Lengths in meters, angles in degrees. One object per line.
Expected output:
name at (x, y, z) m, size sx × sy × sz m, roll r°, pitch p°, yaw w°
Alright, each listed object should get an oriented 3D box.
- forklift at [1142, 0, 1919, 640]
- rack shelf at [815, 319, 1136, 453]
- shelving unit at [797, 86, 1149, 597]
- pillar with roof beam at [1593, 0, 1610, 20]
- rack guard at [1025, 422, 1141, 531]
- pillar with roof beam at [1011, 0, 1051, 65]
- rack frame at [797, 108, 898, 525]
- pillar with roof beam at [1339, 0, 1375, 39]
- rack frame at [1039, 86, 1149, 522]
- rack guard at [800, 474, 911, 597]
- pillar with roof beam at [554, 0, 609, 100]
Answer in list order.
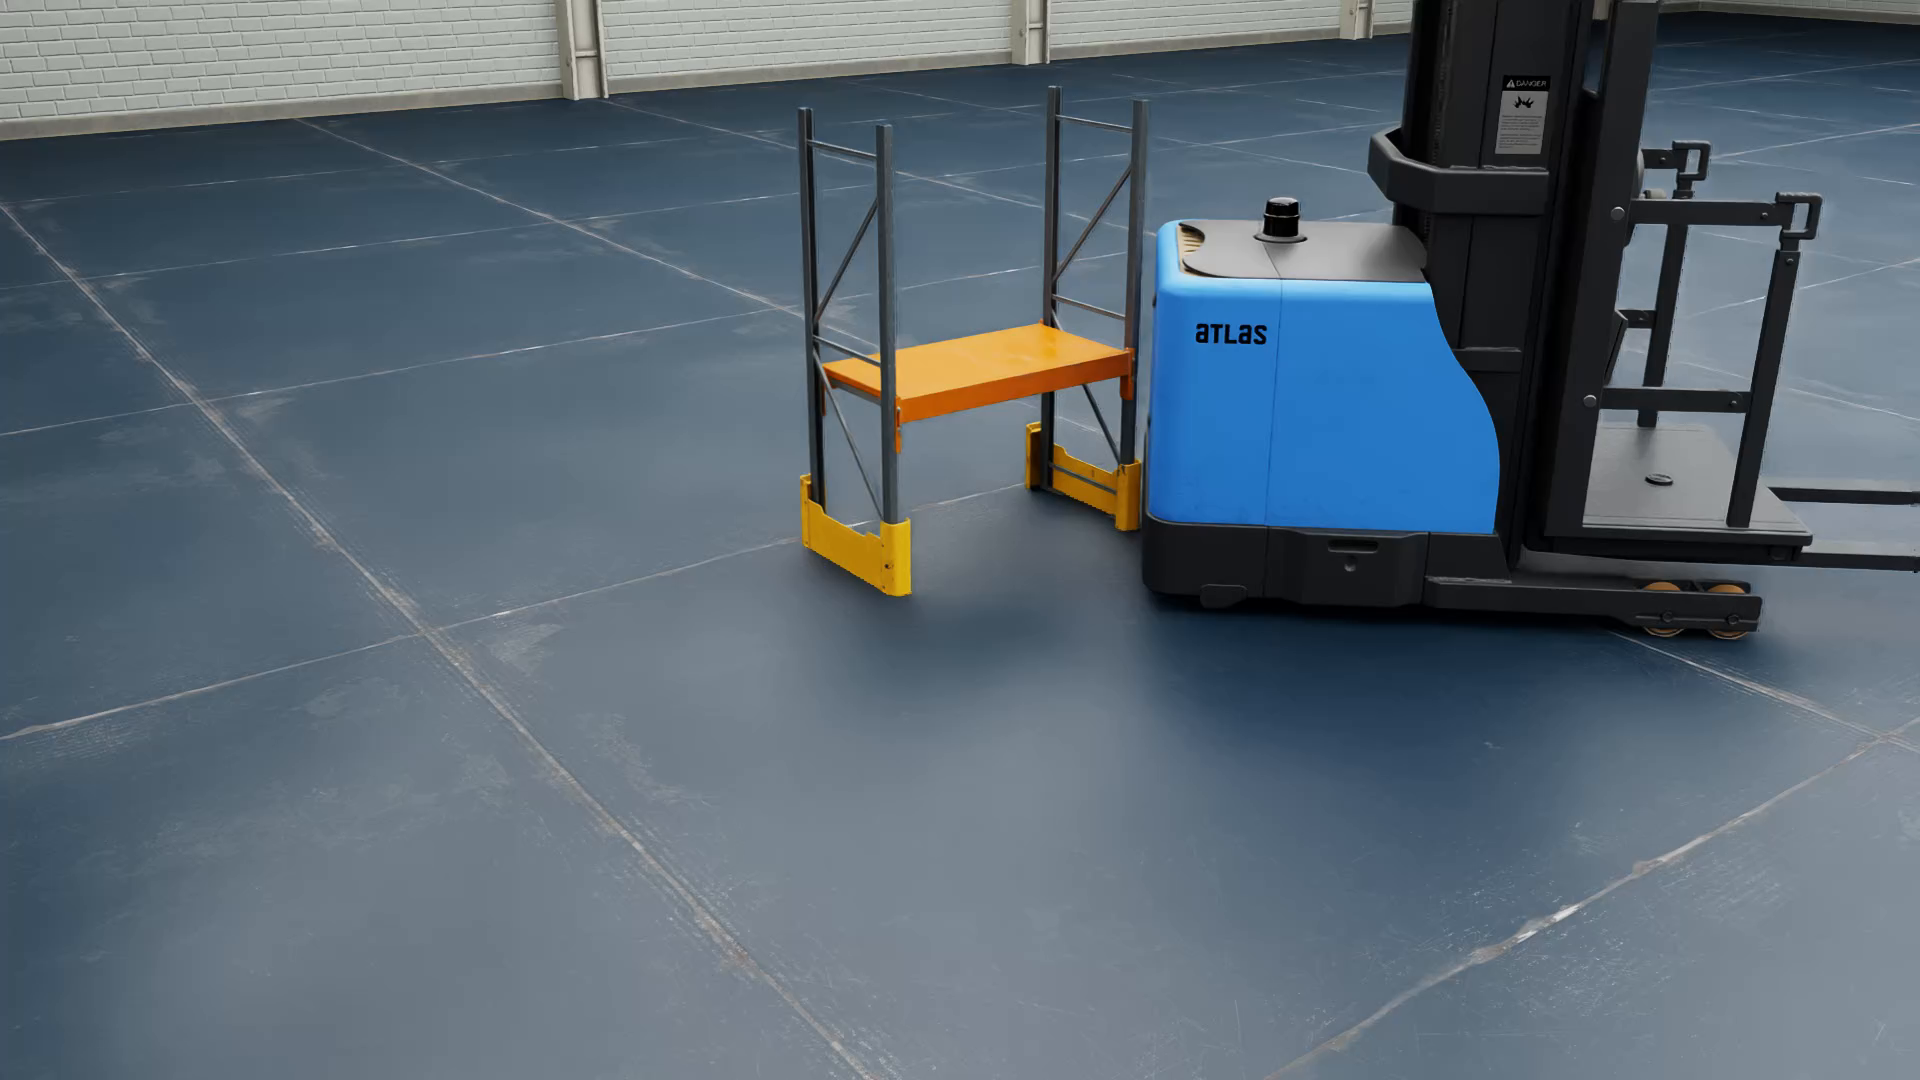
forklift at (2.139, -1.261, 5.103) m, size 3.031 × 2.935 × 1.130 m, roll 2°, pitch 22°, yaw 5°
rack shelf at (0.053, -0.548, 5.732) m, size 1.000 × 0.185 × 0.538 m, roll -15°, pitch 26°, yaw -33°
shelving unit at (0.045, -0.713, 5.660) m, size 1.083 × 1.500 × 0.587 m, roll -15°, pitch 26°, yaw -33°
pillar with roof beam at (13.139, -11.496, 22.563) m, size 0.400 × 9.000 × 9.100 m, roll -15°, pitch 26°, yaw -33°
rack guard at (0.449, -0.241, 6.163) m, size 0.087 × 0.250 × 0.587 m, roll -15°, pitch 26°, yaw -33°
pillar with roof beam at (3.398, -8.898, 16.054) m, size 0.400 × 9.000 × 9.100 m, roll -15°, pitch 26°, yaw -33°
rack frame at (-0.359, -0.605, 5.388) m, size 0.032 × 1.500 × 0.500 m, roll -15°, pitch 26°, yaw -33°
pillar with roof beam at (8.269, -10.197, 19.309) m, size 0.400 × 9.000 × 9.100 m, roll -15°, pitch 26°, yaw -33°
rack frame at (0.465, -0.826, 5.942) m, size 0.032 × 1.500 × 0.500 m, roll -15°, pitch 26°, yaw -33°
rack guard at (-0.358, -0.025, 5.620) m, size 0.087 × 0.250 × 0.587 m, roll -15°, pitch 26°, yaw -33°
pillar with roof beam at (-1.472, -7.600, 12.799) m, size 0.400 × 9.000 × 9.100 m, roll -15°, pitch 26°, yaw -33°
